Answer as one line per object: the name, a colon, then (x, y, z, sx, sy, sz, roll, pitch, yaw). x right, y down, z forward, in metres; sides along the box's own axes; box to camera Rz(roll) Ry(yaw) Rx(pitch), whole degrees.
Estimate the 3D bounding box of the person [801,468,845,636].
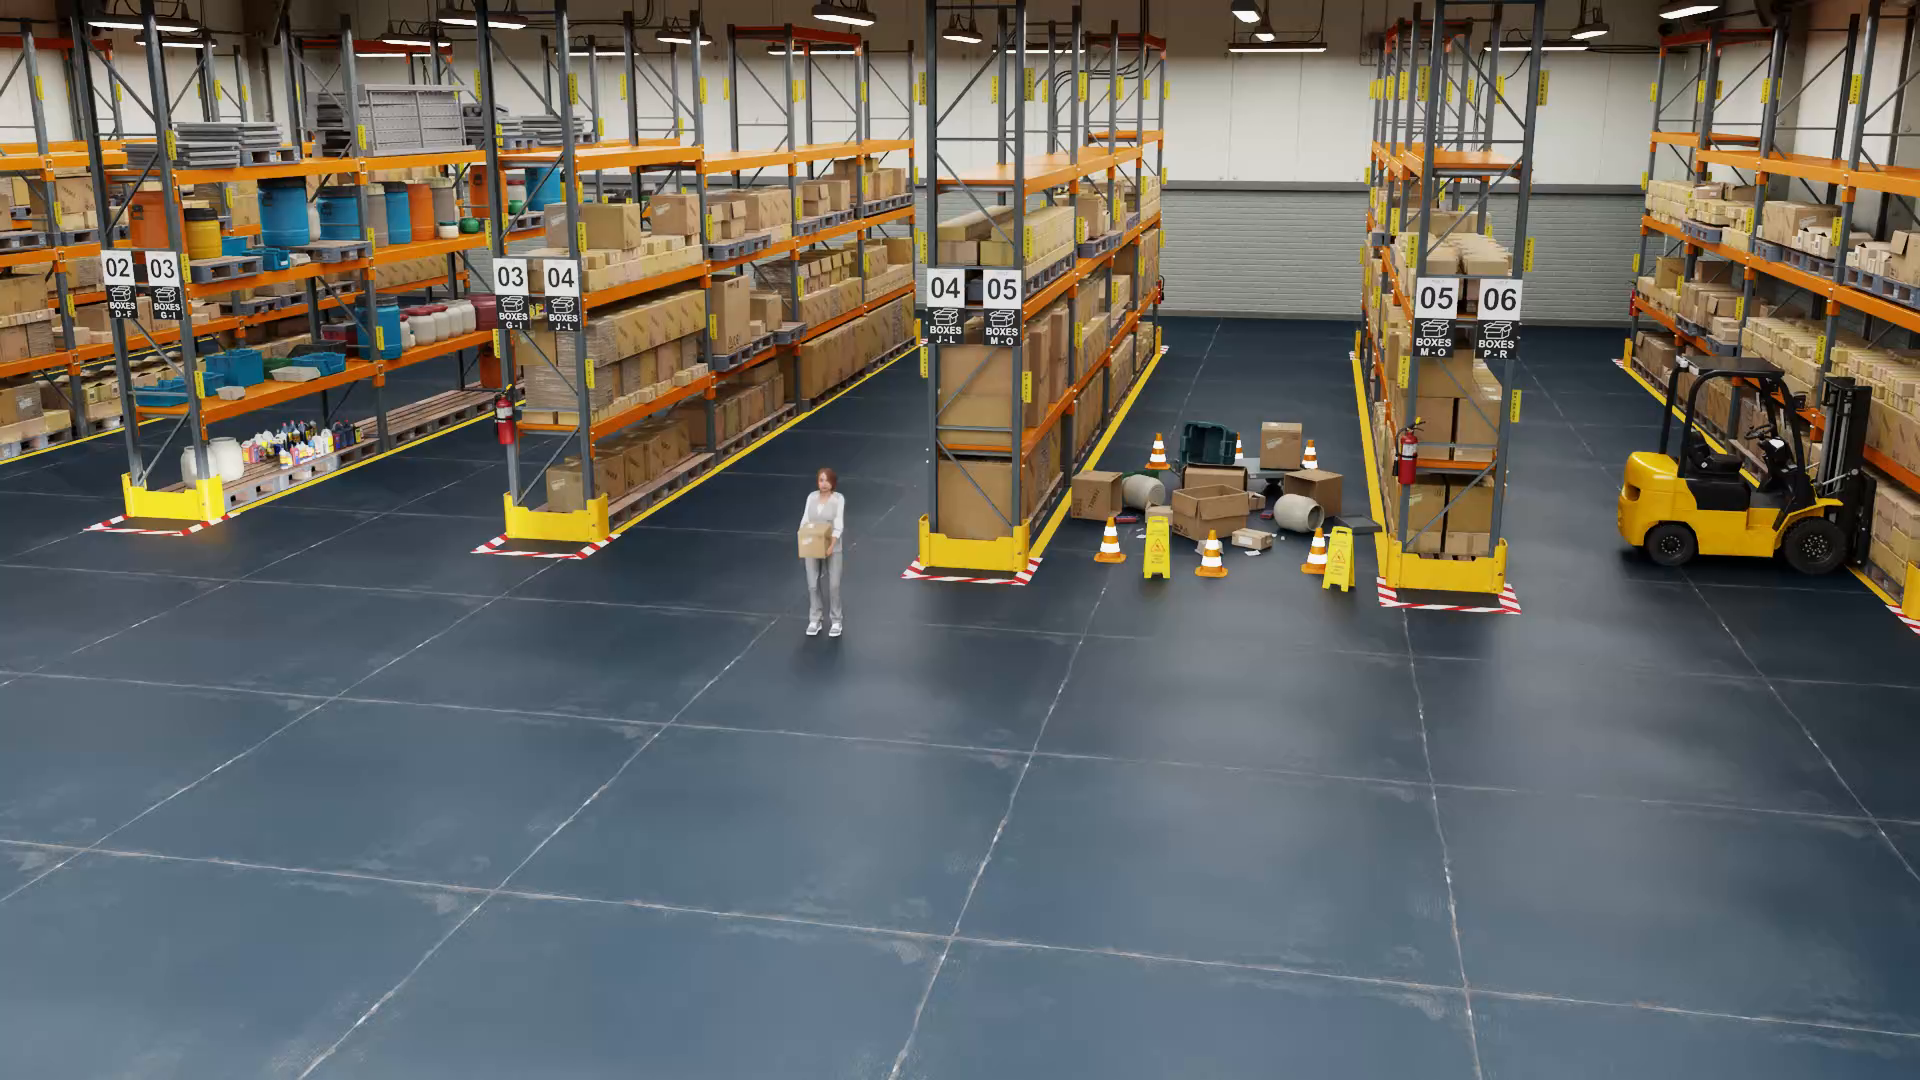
person: (-1.290, 0.130, 15.557, 0.406, 1.588, 0.497, 3, 15, 12)
